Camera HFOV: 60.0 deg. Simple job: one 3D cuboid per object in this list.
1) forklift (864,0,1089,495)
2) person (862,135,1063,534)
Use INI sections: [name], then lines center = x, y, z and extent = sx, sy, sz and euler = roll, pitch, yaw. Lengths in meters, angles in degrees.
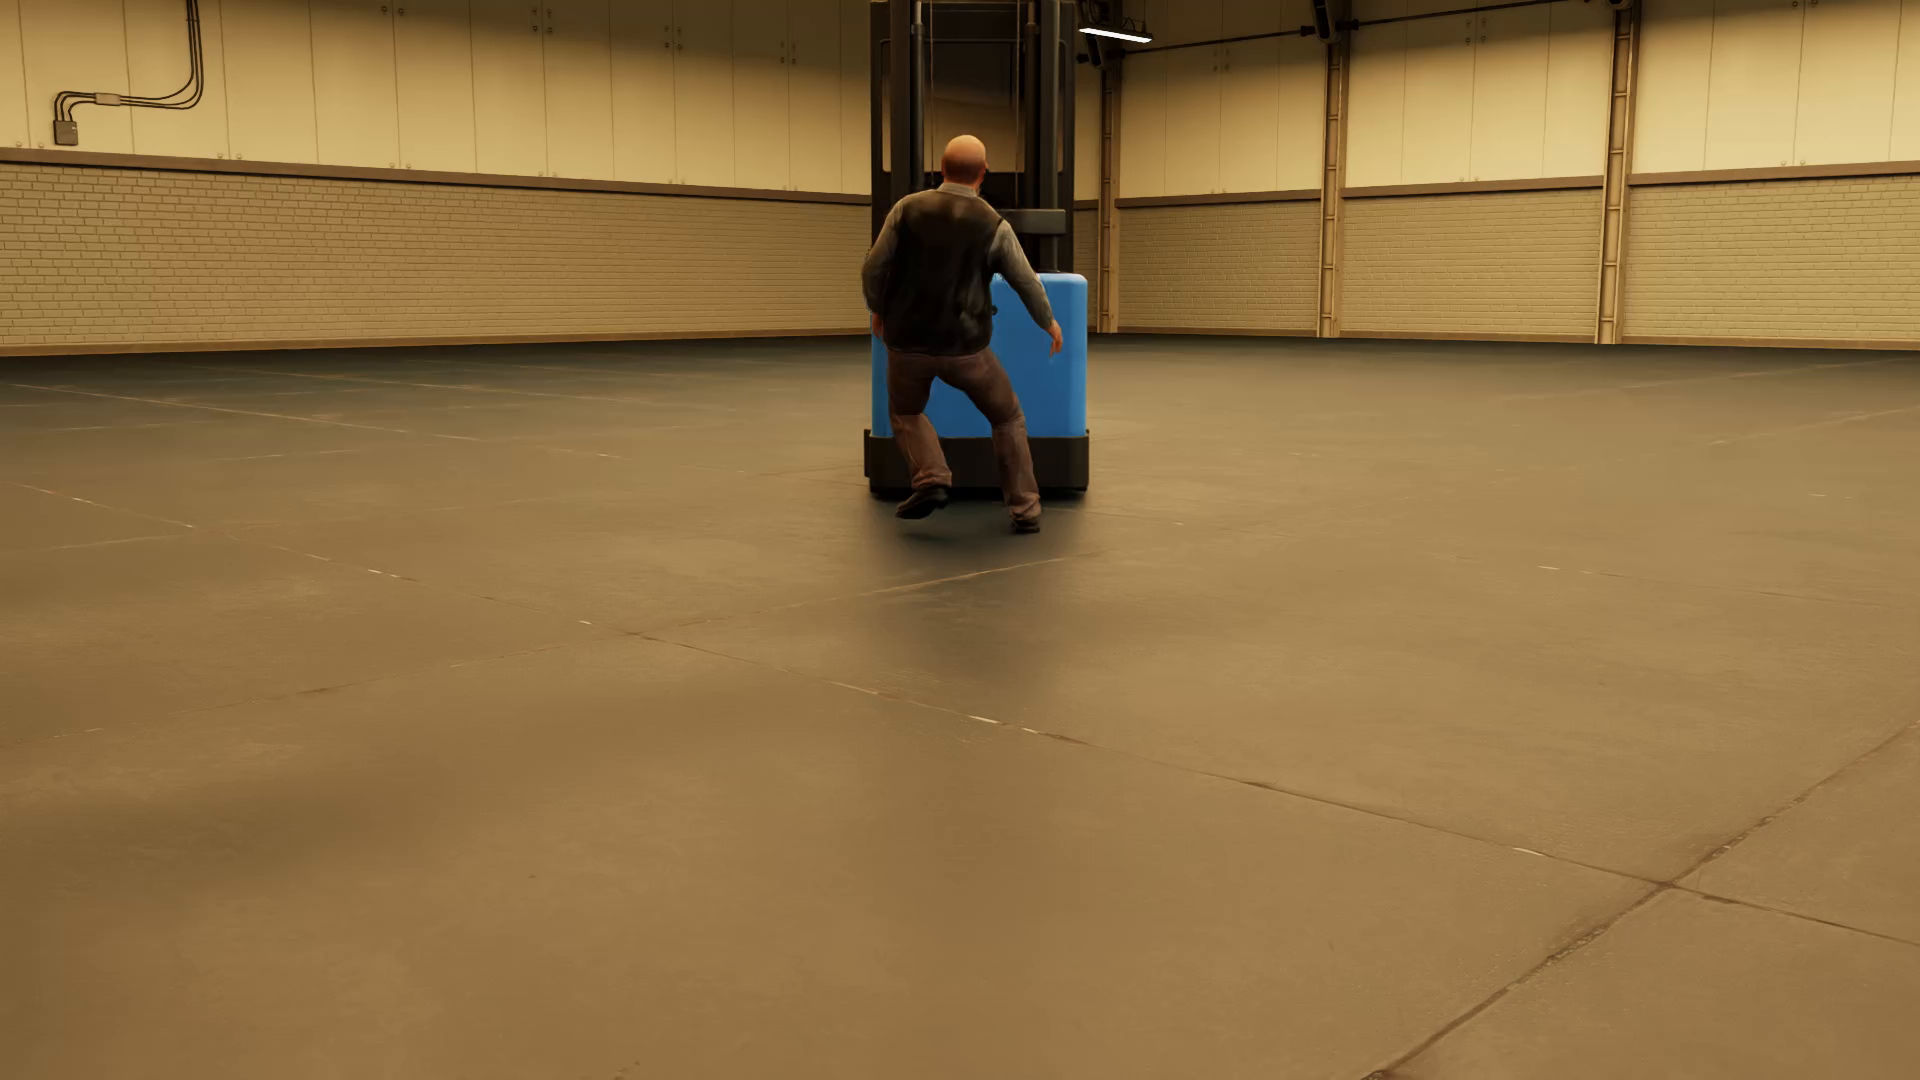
[forklift]
center = 0.062, -1.850, 9.163
extent = 1.130, 2.935, 3.031
euler = 0, 9, -1
[person]
center = 0.009, -0.820, 6.794
extent = 0.786, 1.604, 0.618
euler = 1, 9, 8
